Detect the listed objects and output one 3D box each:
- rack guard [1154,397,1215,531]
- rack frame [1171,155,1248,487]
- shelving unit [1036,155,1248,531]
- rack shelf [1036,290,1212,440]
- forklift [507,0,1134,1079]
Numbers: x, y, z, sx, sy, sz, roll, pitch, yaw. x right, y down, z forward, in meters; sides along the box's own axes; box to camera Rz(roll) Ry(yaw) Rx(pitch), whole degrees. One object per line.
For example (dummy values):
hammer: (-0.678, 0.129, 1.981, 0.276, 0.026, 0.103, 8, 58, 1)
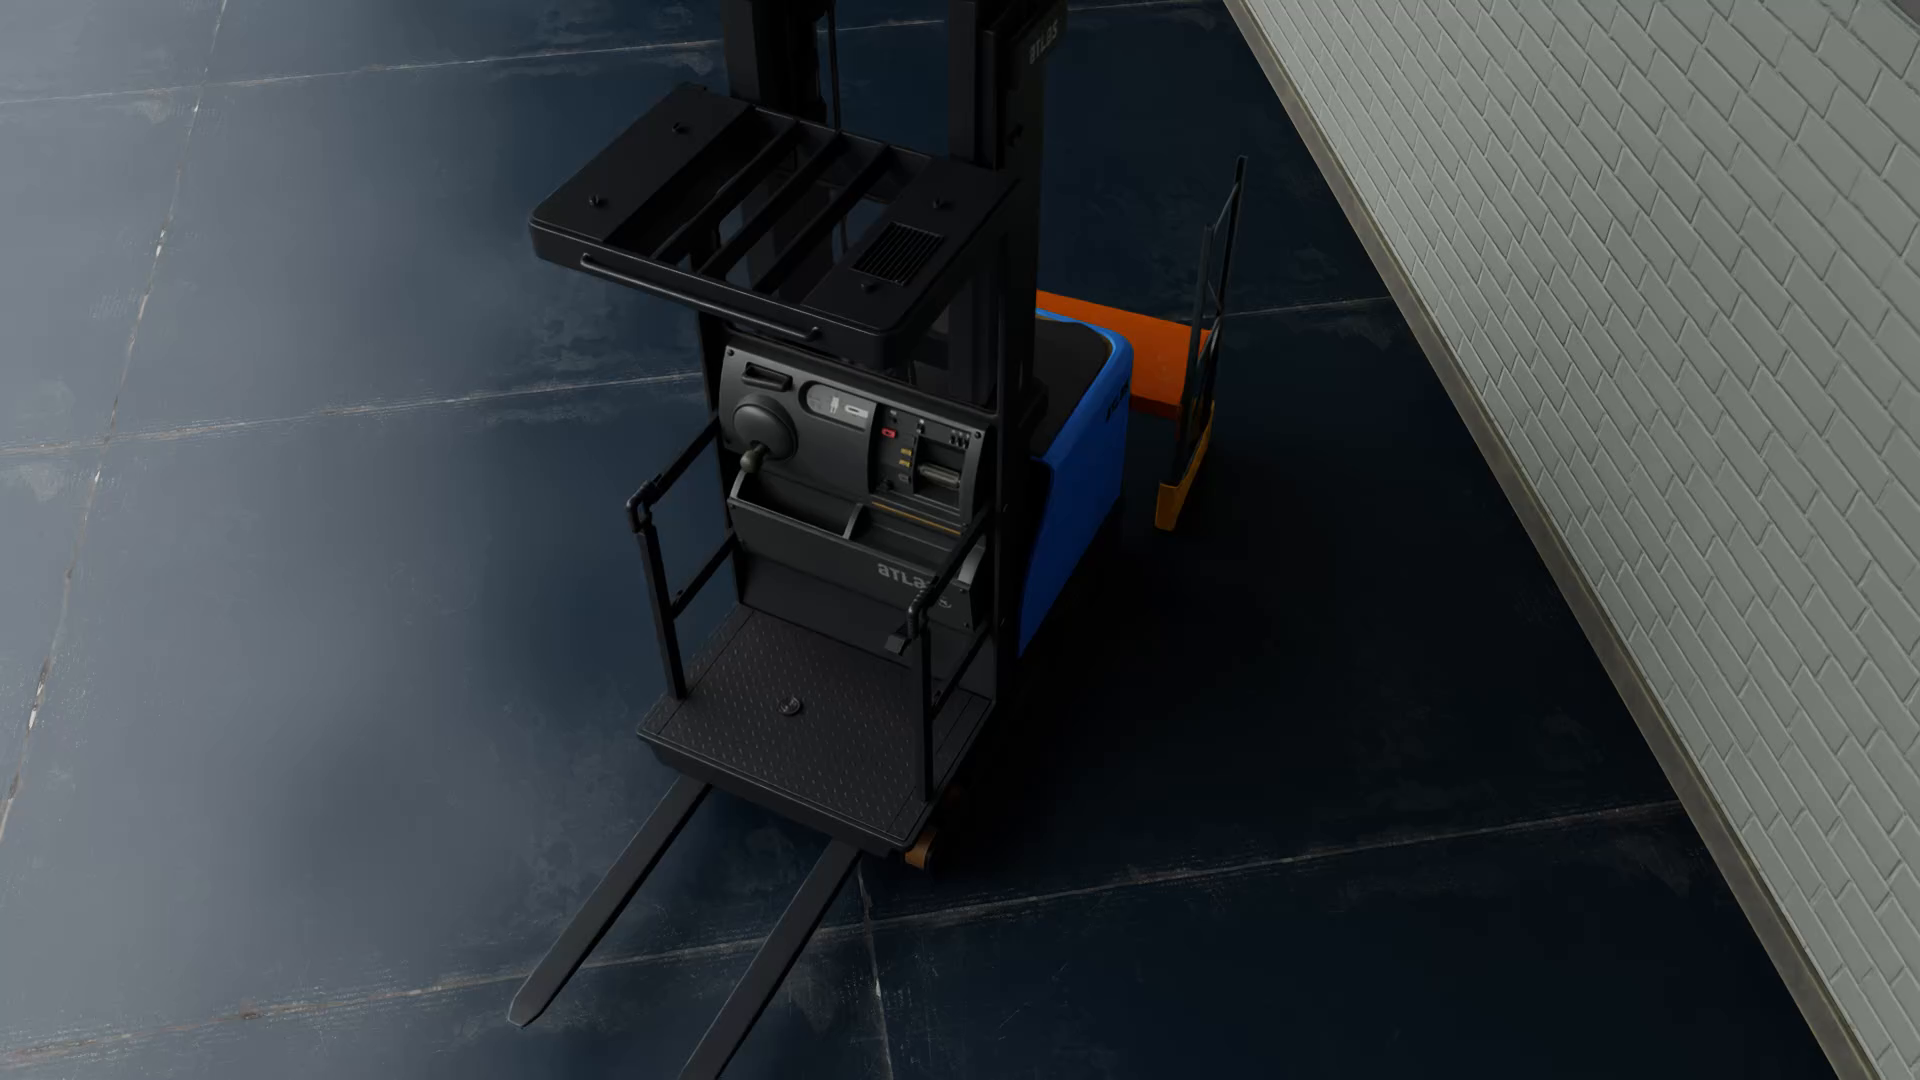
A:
rack guard: (0.958, -0.329, 7.086, 0.087, 0.250, 0.587, 16, 48, 15)
rack frame: (0.976, -0.757, 6.631, 0.032, 1.500, 0.500, 16, 48, 15)
shelving unit: (0.494, -0.893, 6.762, 1.083, 1.500, 0.587, 16, 48, 15)
rack shelf: (0.503, -0.766, 6.889, 1.000, 0.185, 0.538, 16, 48, 15)
forklift: (-0.444, -0.234, 5.133, 1.130, 2.935, 3.031, 20, 49, 18)
